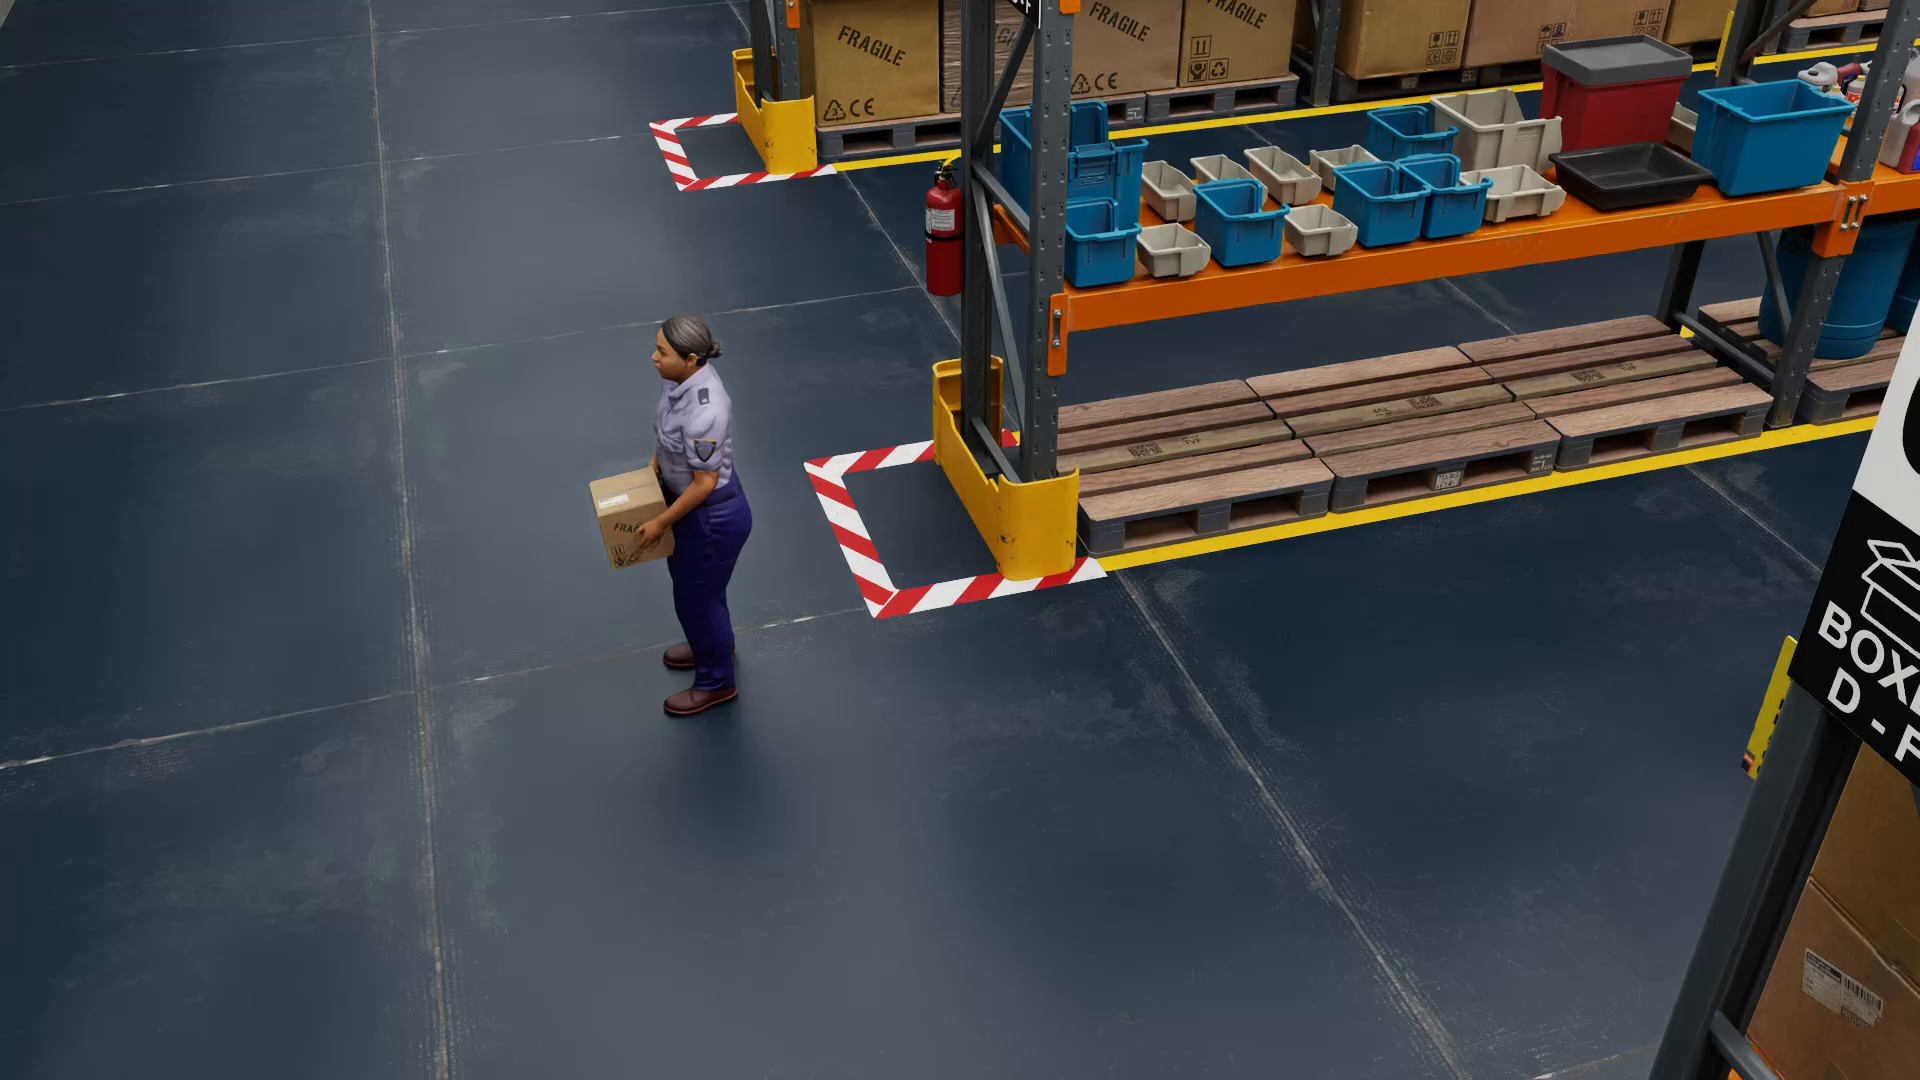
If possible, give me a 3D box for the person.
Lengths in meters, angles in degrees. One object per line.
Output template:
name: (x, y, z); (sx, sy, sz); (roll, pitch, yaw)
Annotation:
person: (-1.028, -0.101, 6.294); (0.450, 1.656, 0.498); (-11, 36, -15)
